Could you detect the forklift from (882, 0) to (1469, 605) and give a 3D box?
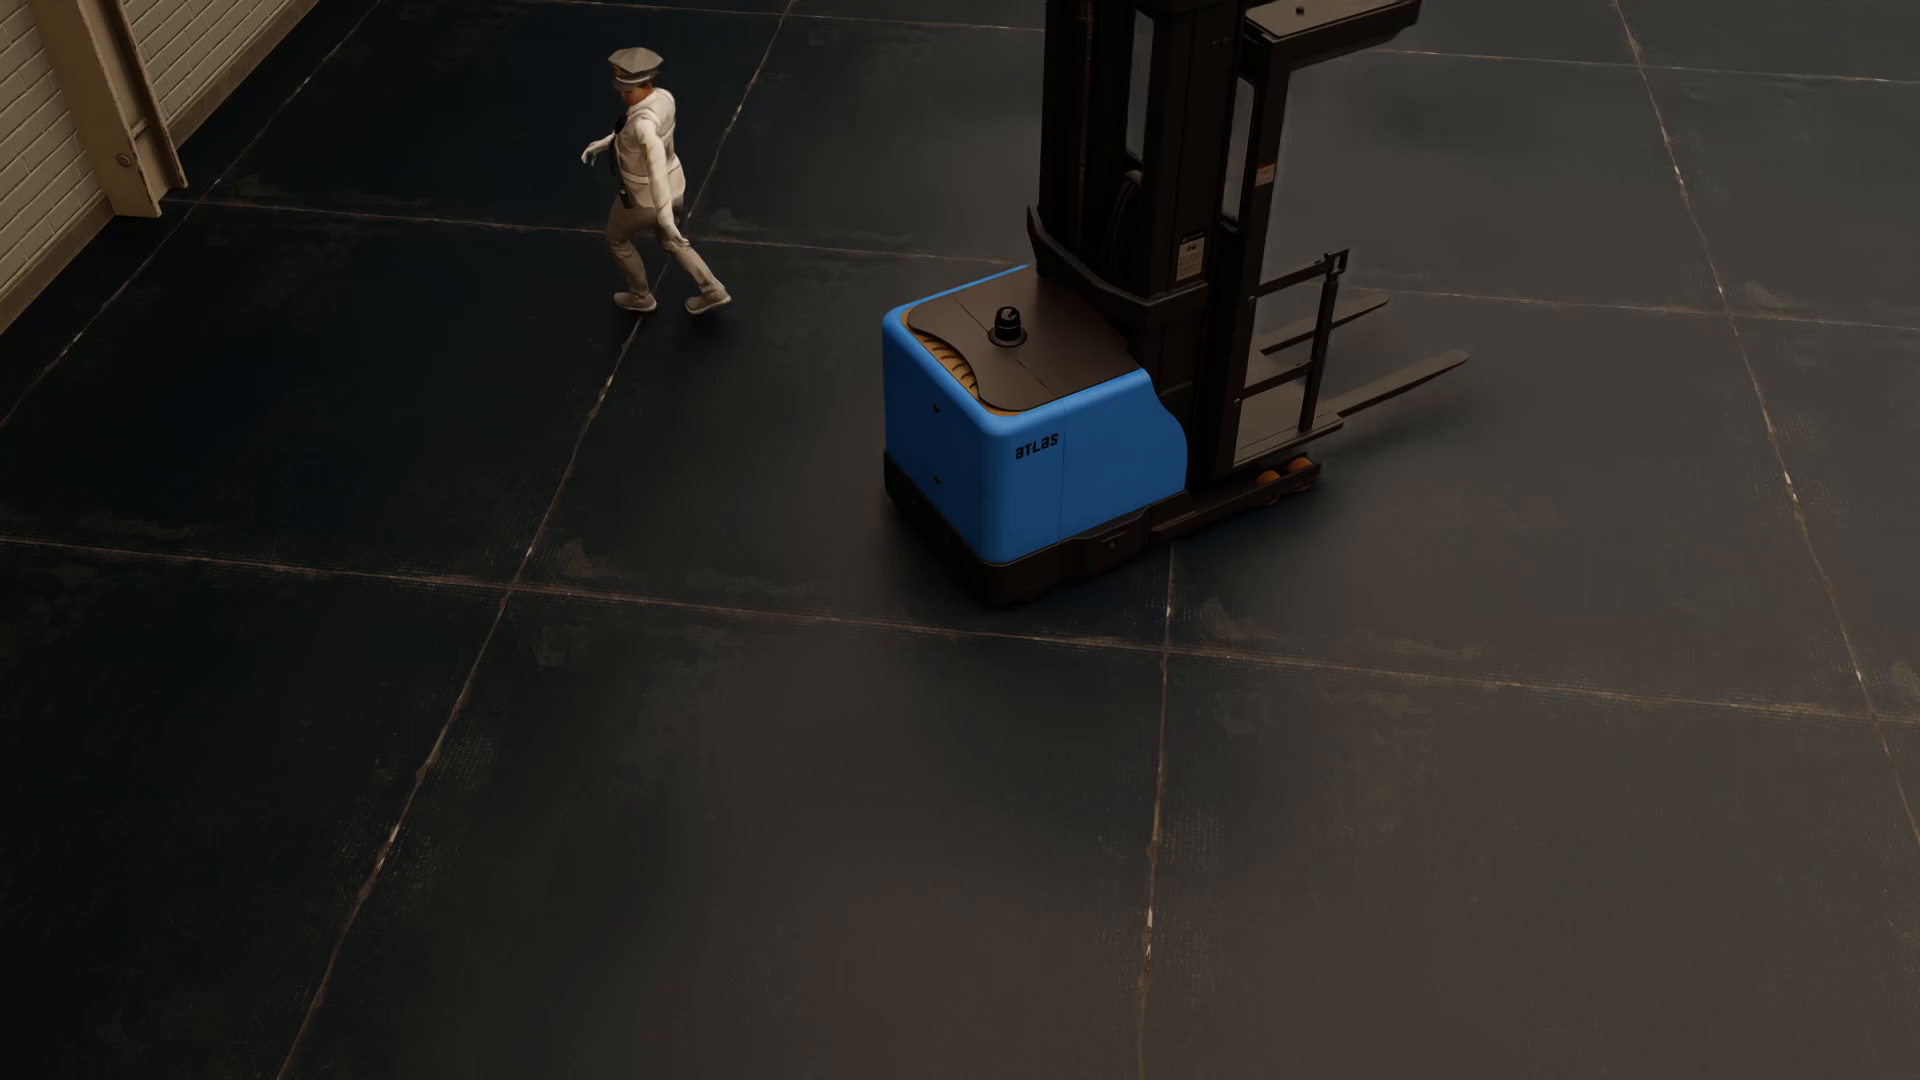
[{"bbox_3d":[1.165,-1.537,7.397,3.031,2.935,1.130,-22,47,-22],"label":"forklift"}]

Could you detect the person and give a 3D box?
[{"bbox_3d":[-1.617,-1.809,8.708,0.770,1.591,0.535,21,47,21],"label":"person"}]
